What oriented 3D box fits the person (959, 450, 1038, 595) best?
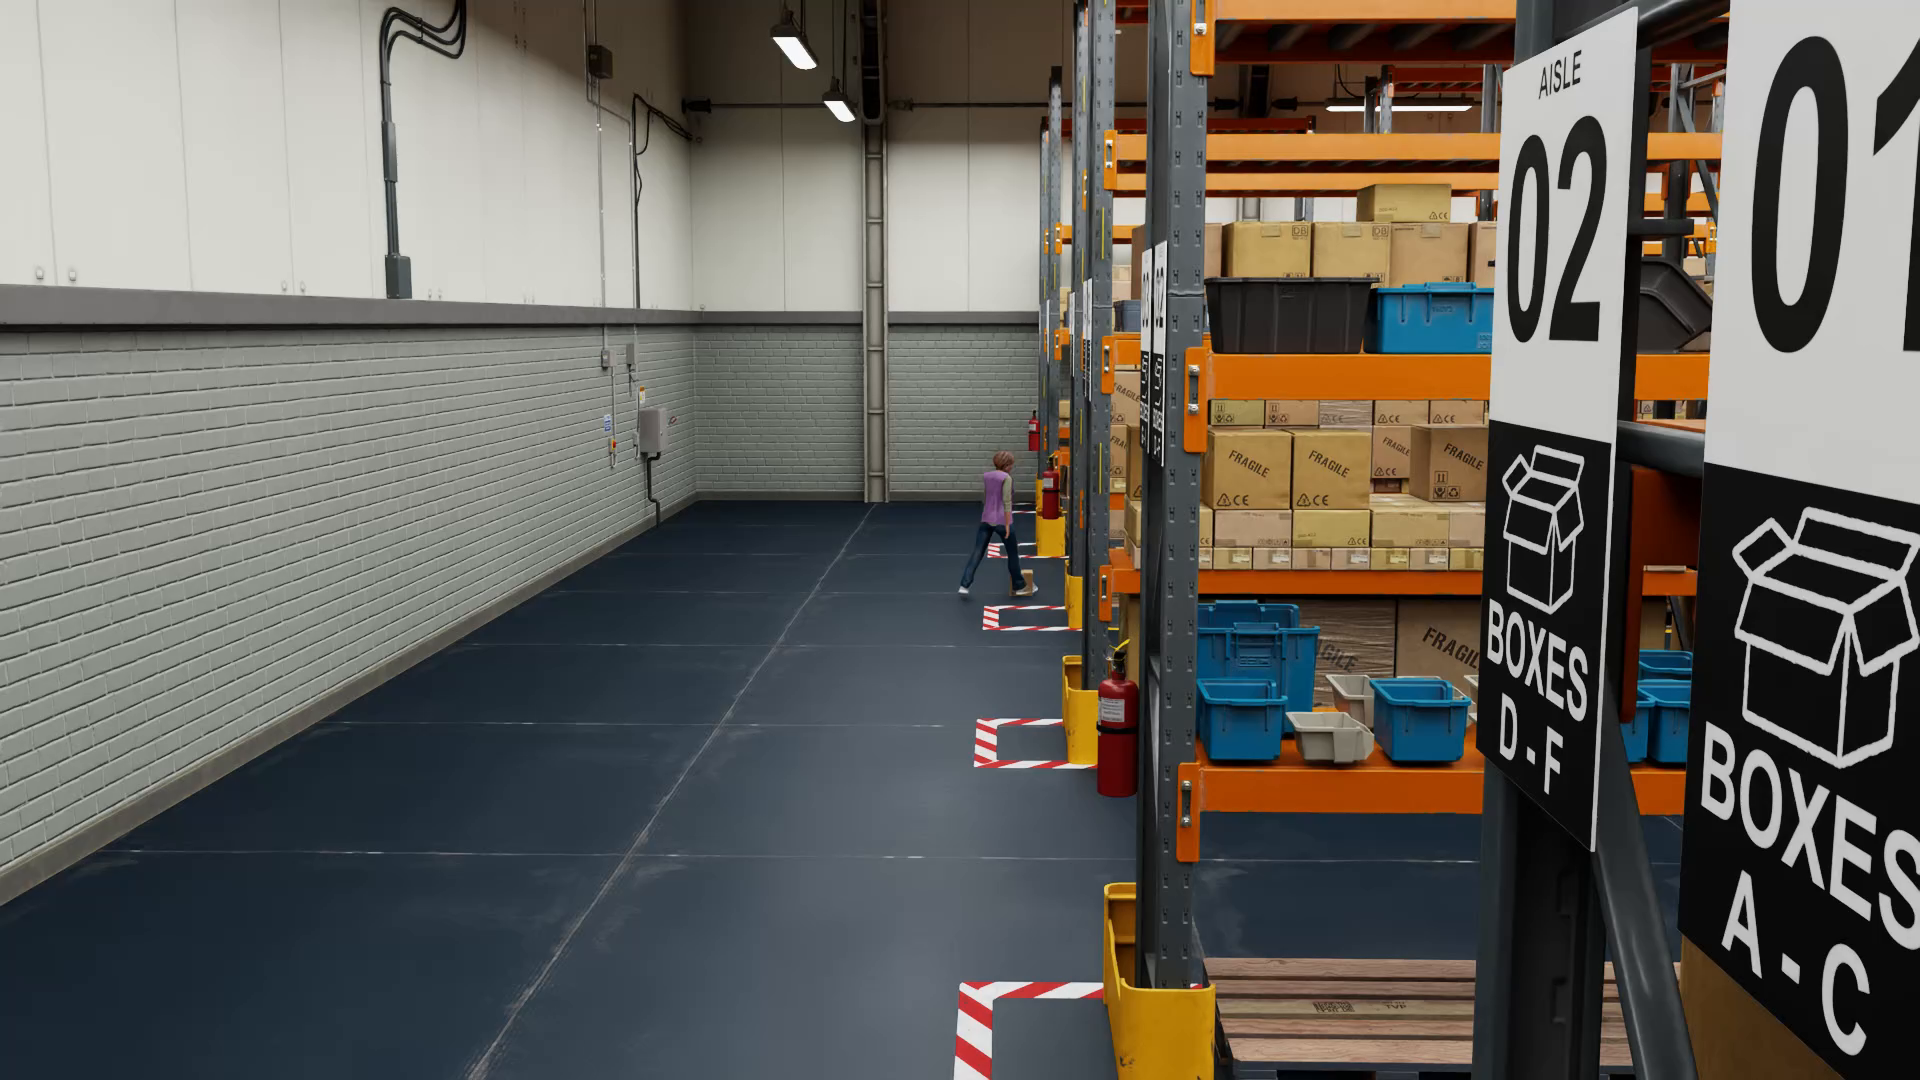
[{"bbox_3d":[0.378,-0.176,17.690,0.541,1.548,0.852,6,10,41],"label":"person"}]
